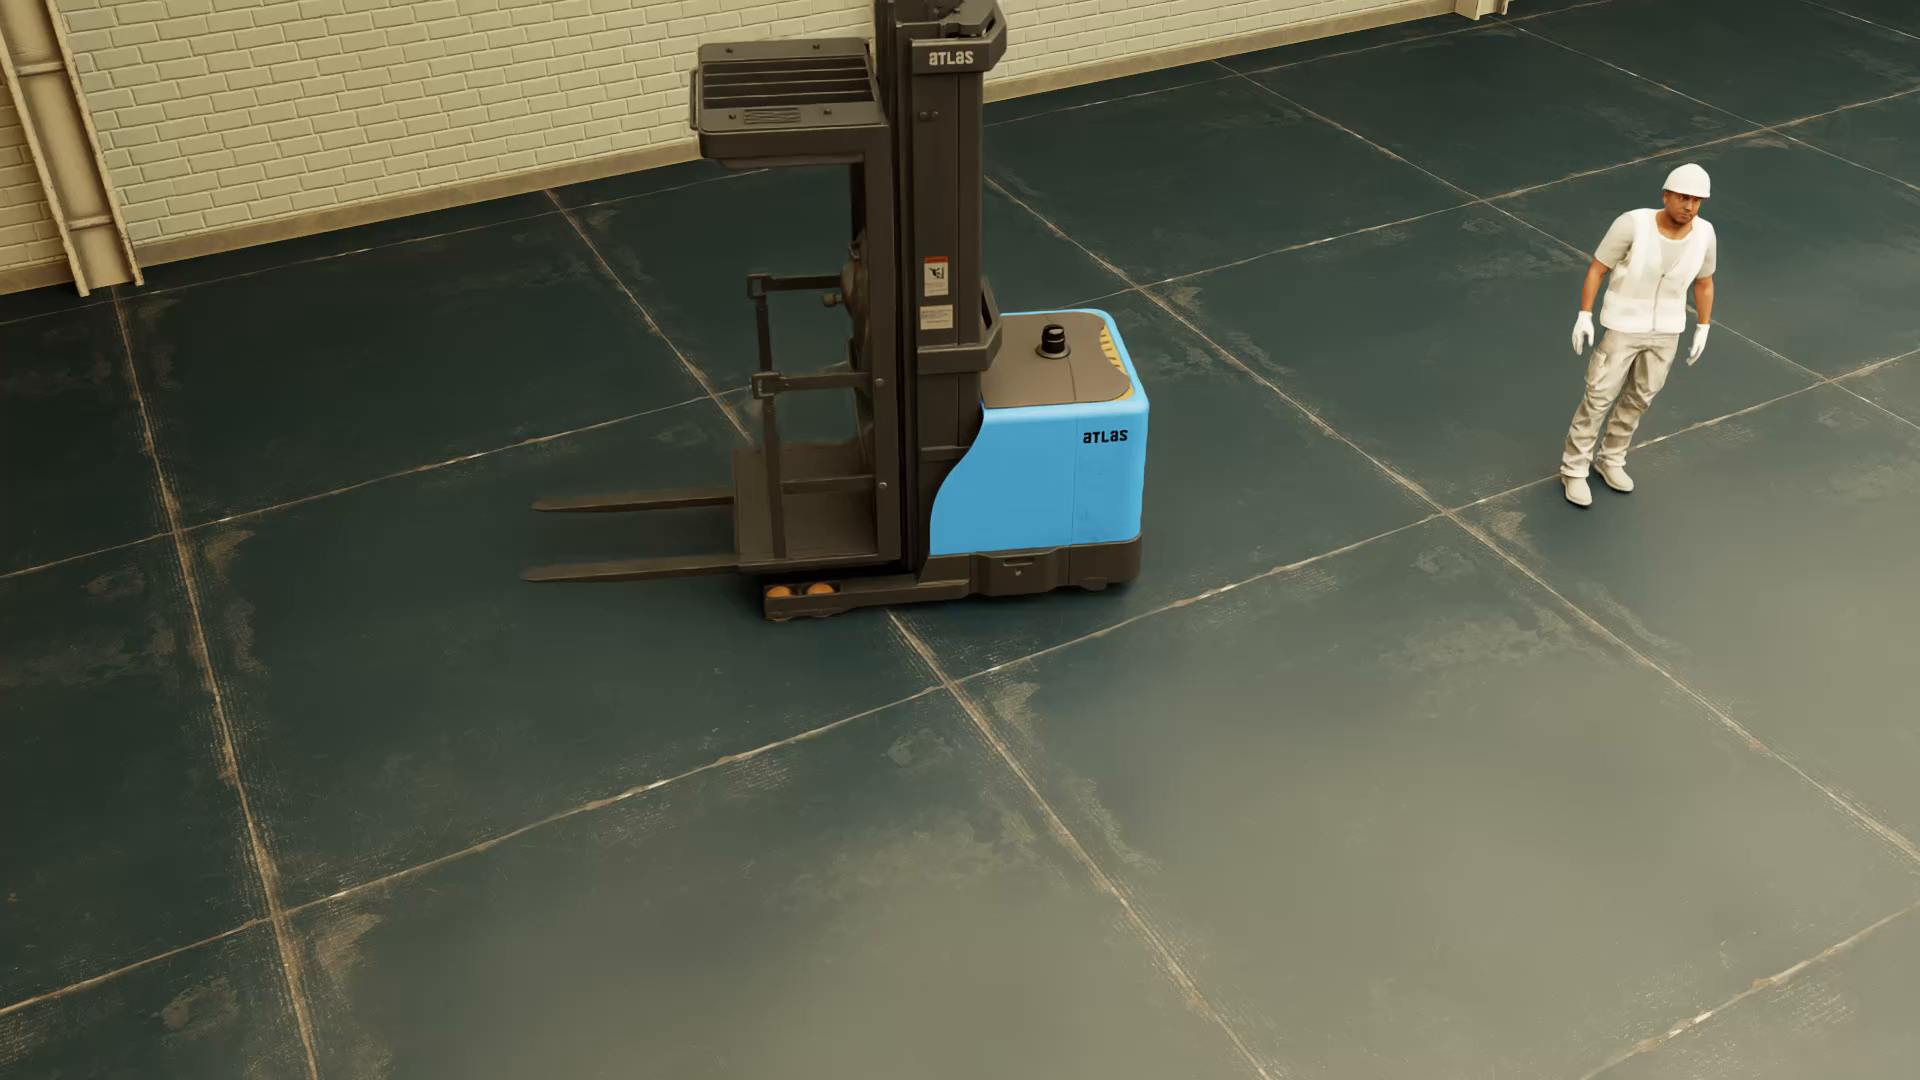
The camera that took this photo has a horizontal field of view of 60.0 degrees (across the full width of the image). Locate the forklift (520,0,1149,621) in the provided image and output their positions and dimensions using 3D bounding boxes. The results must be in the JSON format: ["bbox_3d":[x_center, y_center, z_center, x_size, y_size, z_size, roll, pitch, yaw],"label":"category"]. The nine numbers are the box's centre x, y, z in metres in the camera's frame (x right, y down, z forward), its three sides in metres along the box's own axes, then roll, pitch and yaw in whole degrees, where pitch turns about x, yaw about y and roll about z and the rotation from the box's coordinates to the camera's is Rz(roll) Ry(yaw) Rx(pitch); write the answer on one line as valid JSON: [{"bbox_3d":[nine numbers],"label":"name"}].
[{"bbox_3d":[-0.659,-1.127,7.717,3.031,2.935,1.130,-4,35,-6],"label":"forklift"}]

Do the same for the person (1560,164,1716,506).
[{"bbox_3d":[3.542,-1.049,8.603,0.696,1.784,0.567,0,35,-1],"label":"person"}]
